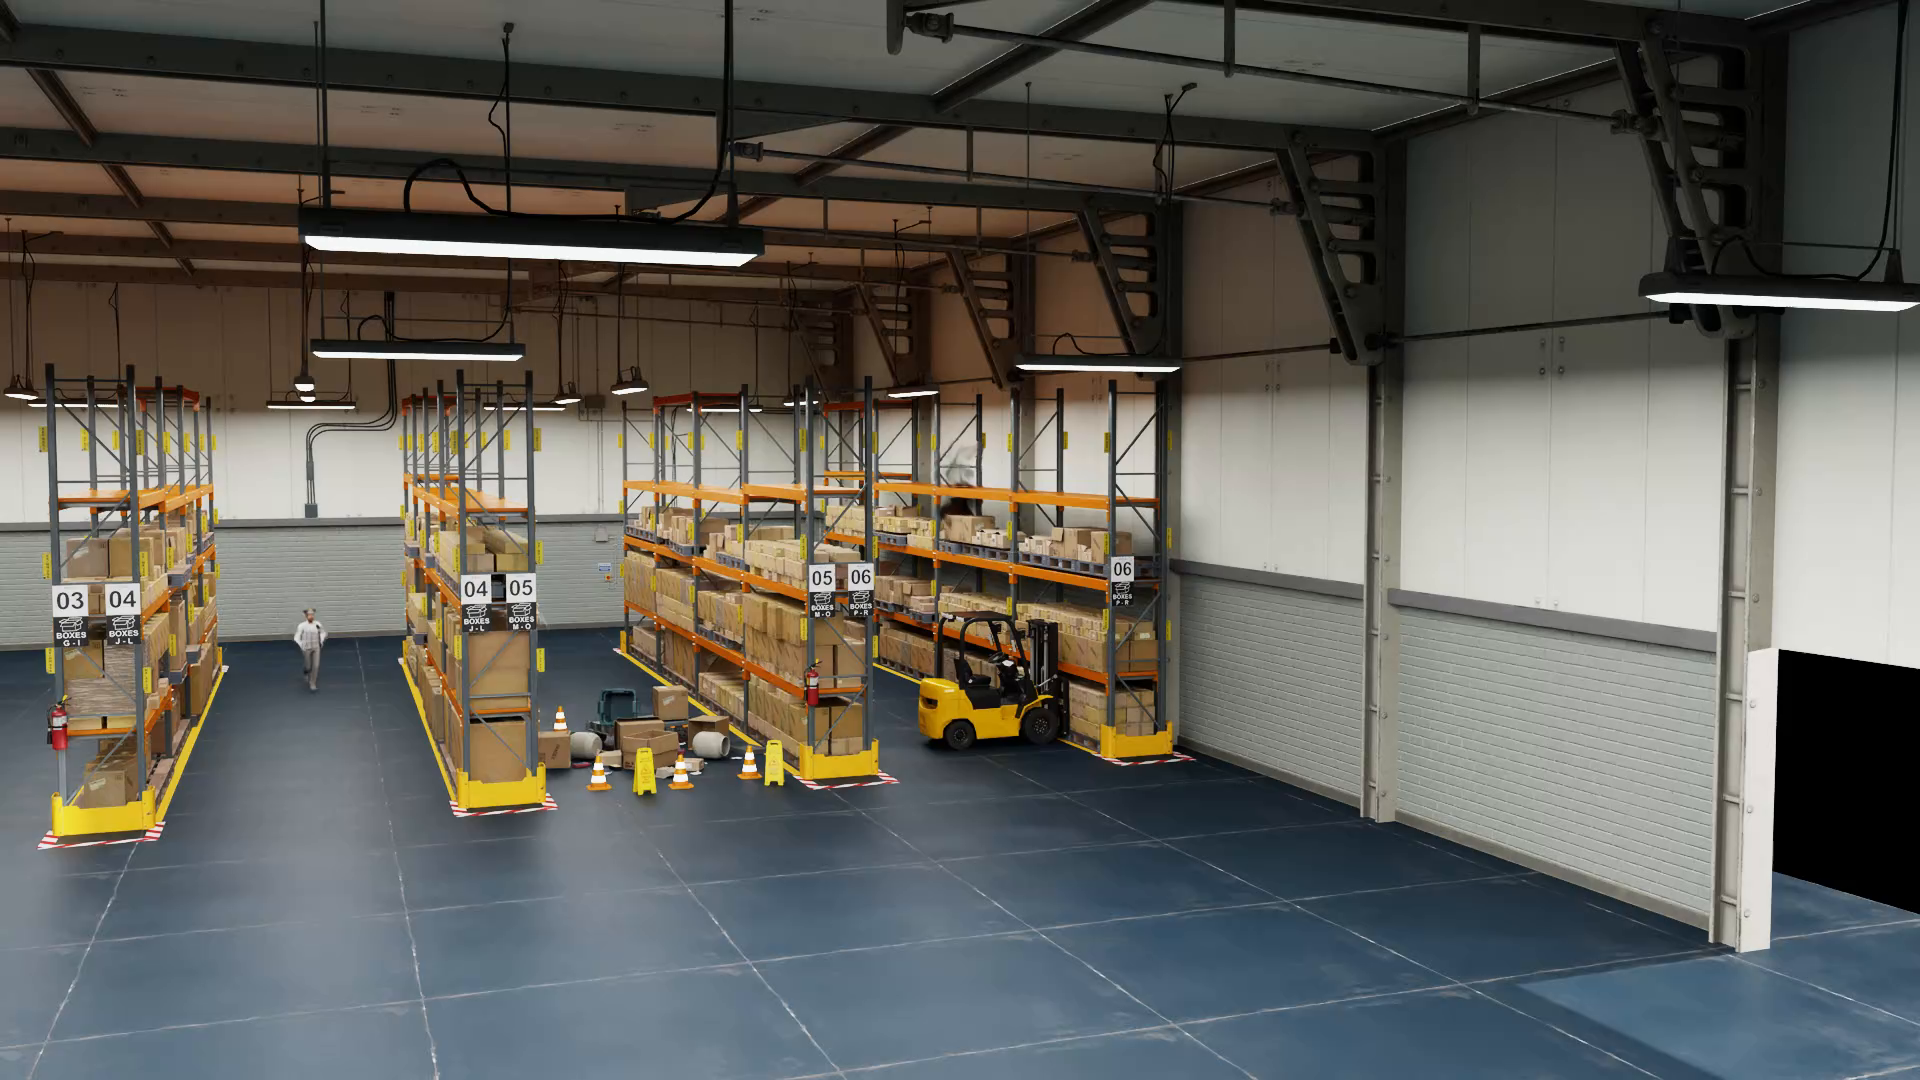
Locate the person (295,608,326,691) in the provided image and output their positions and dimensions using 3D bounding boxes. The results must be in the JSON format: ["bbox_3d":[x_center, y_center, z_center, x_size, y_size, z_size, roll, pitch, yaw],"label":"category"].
[{"bbox_3d":[-13.189,2.205,33.801,0.617,1.671,0.696,-2,4,-32],"label":"person"}]
